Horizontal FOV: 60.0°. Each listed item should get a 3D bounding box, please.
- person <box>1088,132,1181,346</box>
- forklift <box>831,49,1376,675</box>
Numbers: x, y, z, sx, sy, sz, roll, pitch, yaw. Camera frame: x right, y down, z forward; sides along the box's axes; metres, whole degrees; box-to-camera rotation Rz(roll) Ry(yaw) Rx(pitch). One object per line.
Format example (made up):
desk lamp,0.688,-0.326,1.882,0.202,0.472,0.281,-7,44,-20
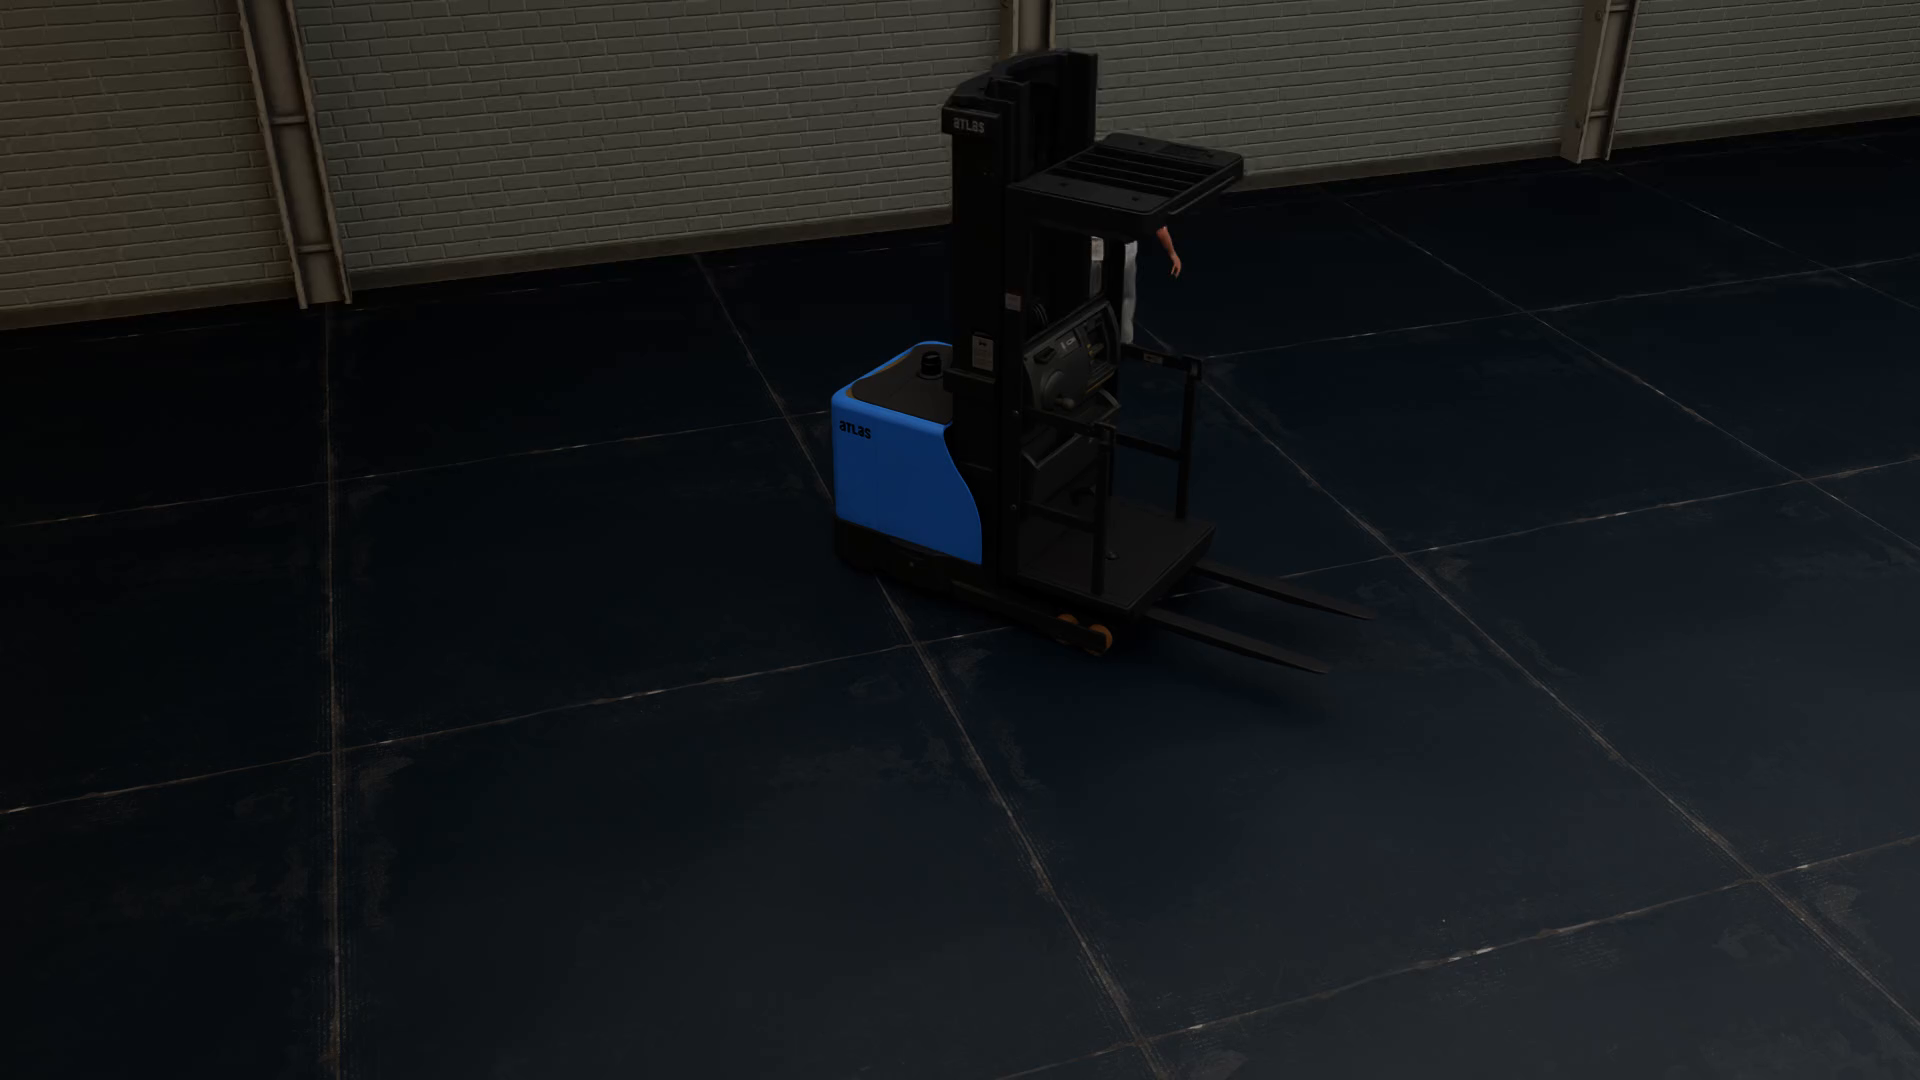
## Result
person,1.101,-2.066,11.939,1.011,1.756,0.701,7,31,11
forklift,0.773,-0.952,8.742,3.031,2.935,1.130,18,34,28
